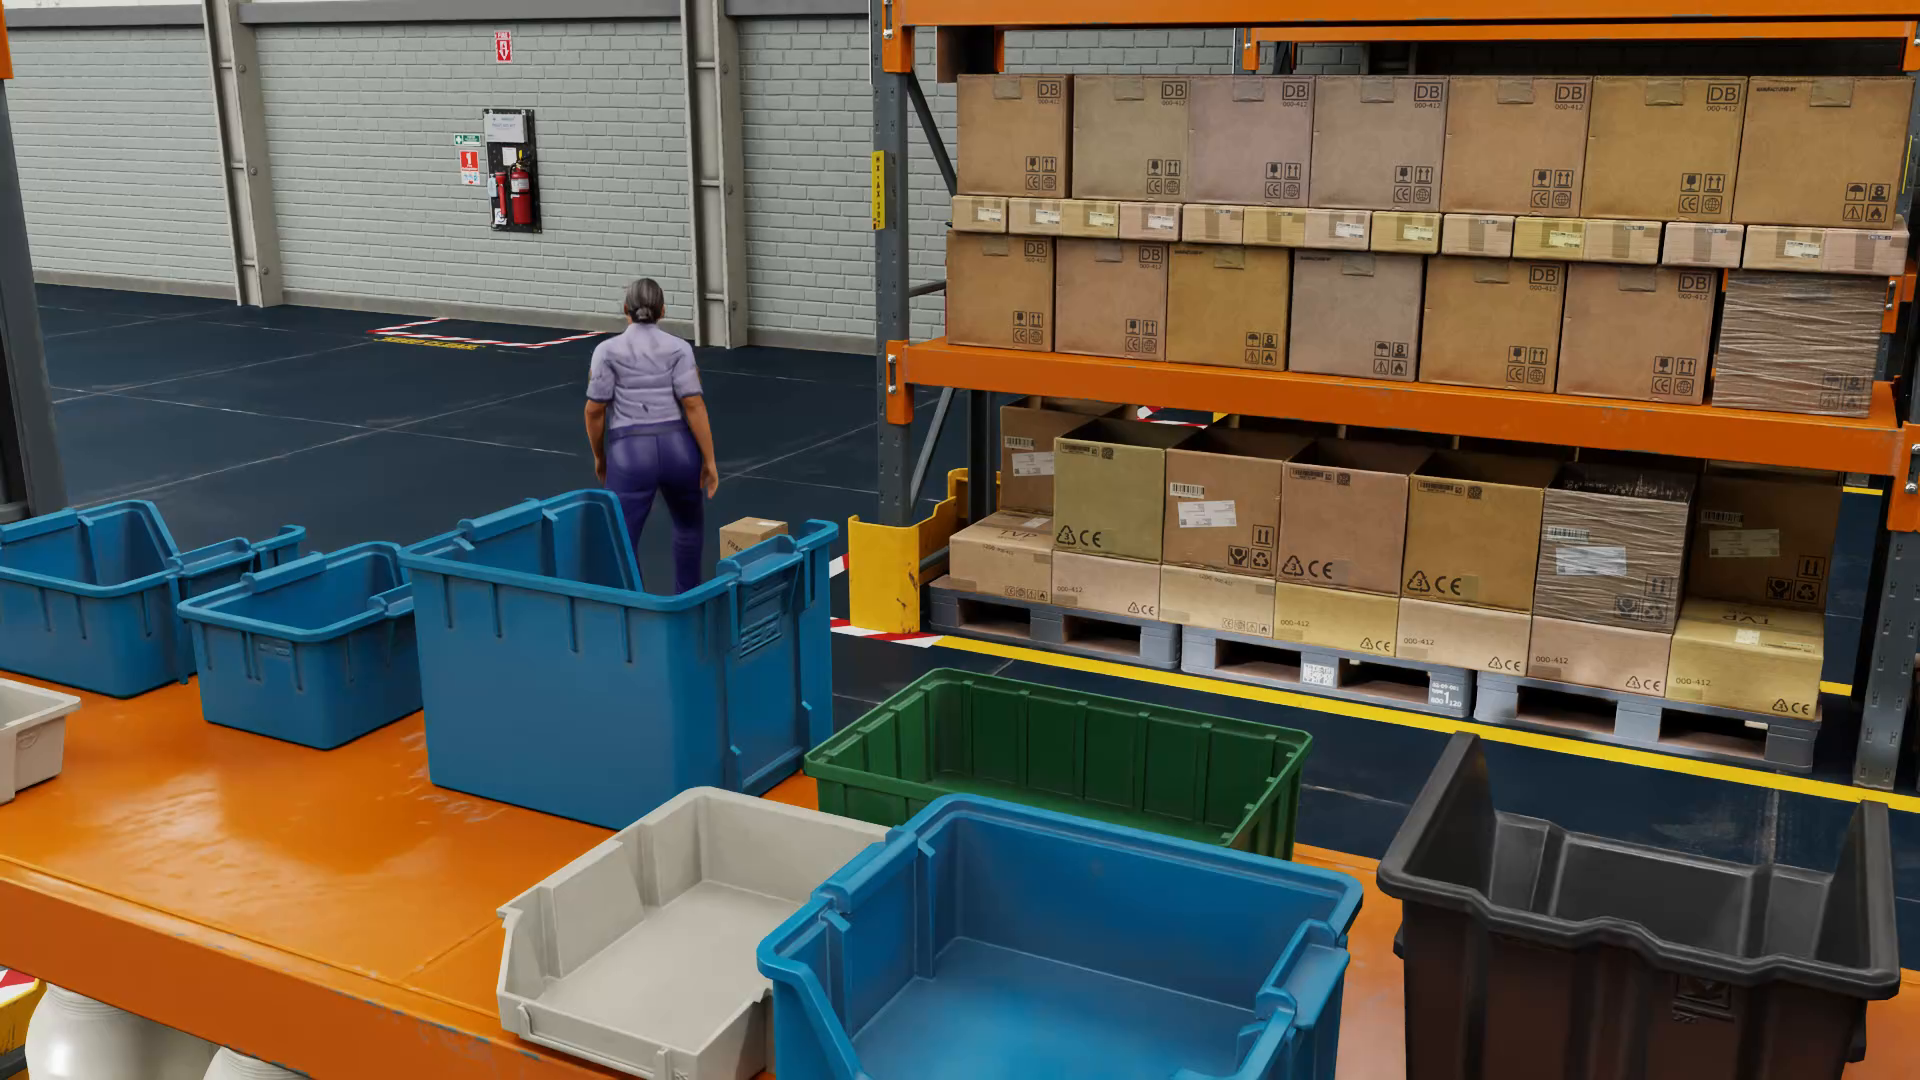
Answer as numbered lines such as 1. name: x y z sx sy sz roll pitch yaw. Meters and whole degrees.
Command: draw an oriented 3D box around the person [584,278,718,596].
1. person: -1.388 -0.330 7.254 0.660 1.589 0.782 -6 17 -19
